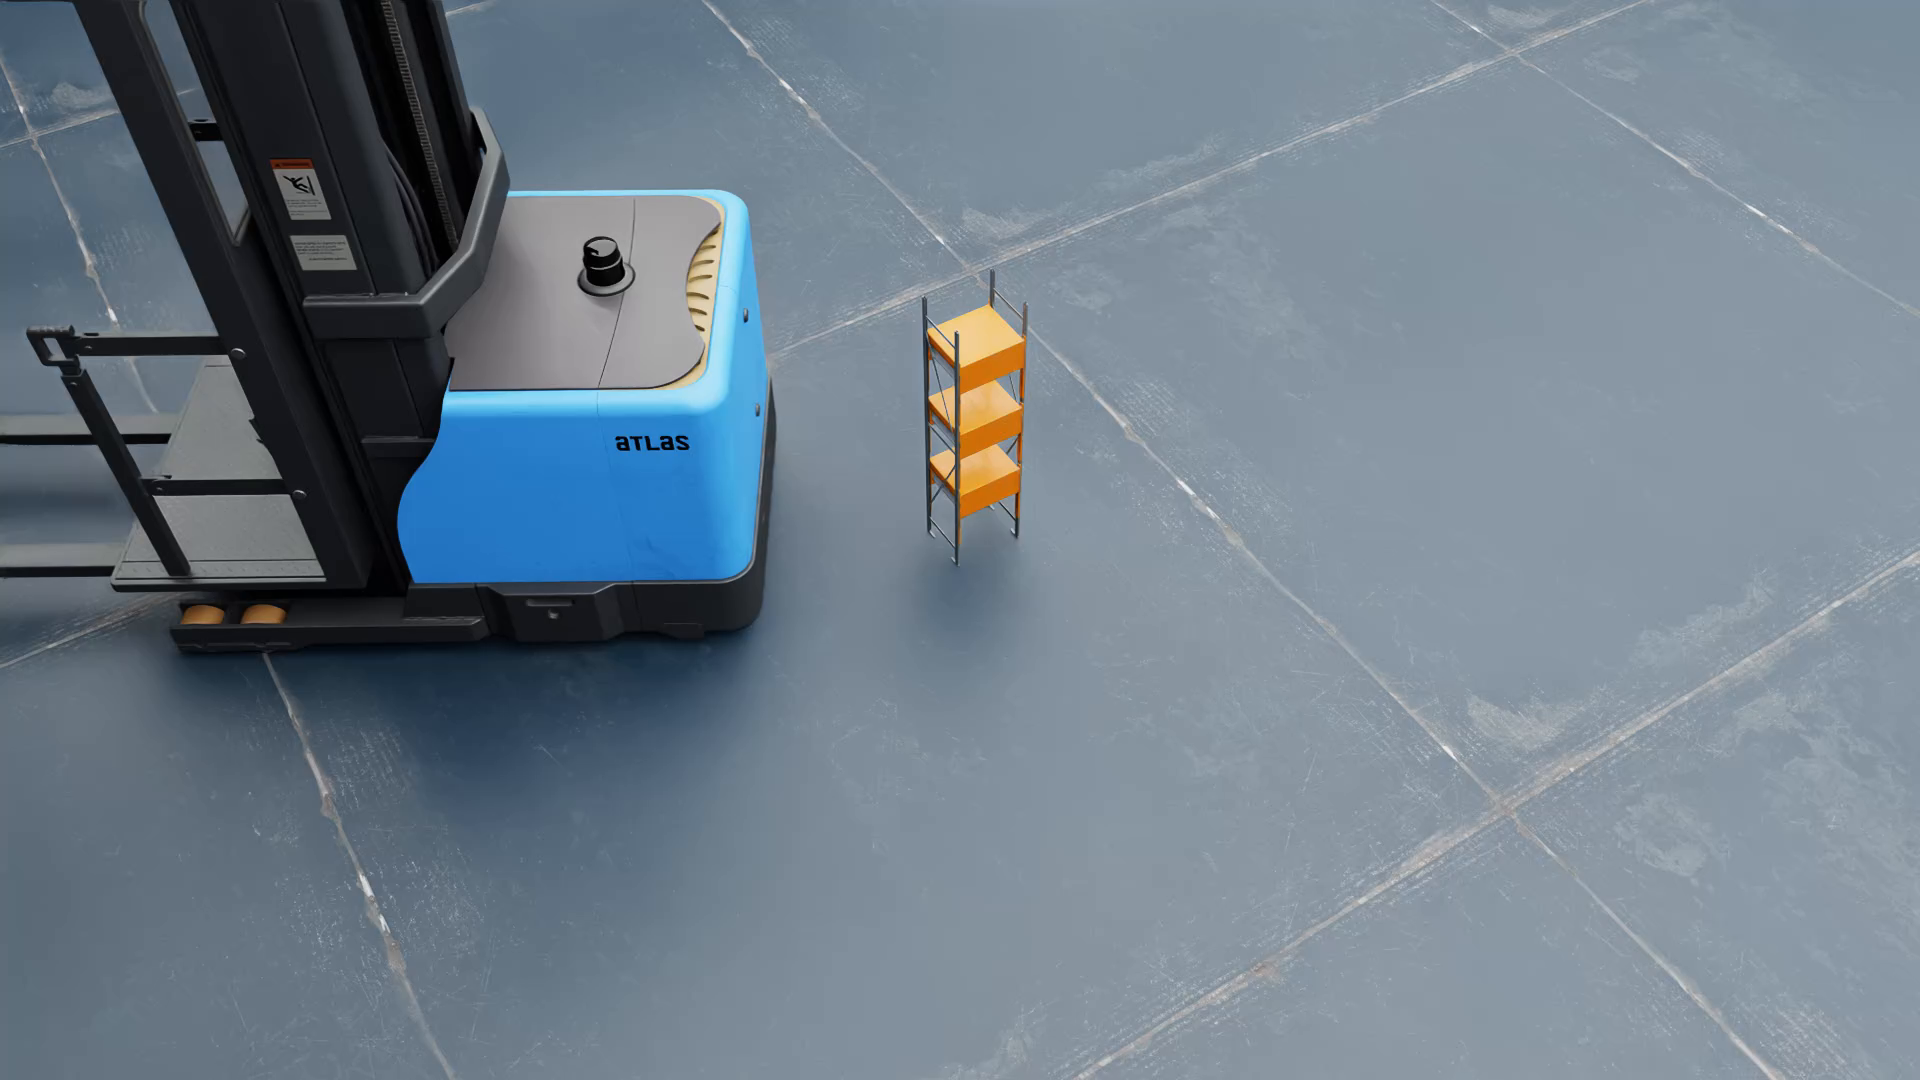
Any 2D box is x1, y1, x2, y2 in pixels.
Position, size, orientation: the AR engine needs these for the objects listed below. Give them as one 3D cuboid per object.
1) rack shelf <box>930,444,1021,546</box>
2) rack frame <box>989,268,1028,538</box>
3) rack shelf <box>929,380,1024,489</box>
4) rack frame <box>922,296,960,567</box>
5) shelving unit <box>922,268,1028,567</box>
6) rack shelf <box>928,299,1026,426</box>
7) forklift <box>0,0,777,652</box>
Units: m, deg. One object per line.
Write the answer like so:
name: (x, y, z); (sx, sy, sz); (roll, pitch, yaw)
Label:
rack shelf: (0.045, -0.179, 5.592); (0.240, 0.259, 0.215); (-25, 53, -21)
rack frame: (0.148, -0.419, 5.420); (0.008, 1.050, 0.200); (-25, 53, -21)
rack shelf: (0.045, -0.363, 5.385); (0.240, 0.259, 0.215); (-25, 53, -21)
rack frame: (-0.058, -0.322, 5.334); (0.008, 1.050, 0.200); (-25, 53, -21)
shelving unit: (0.045, -0.370, 5.377); (0.252, 1.050, 0.215); (-25, 53, -21)
rack shelf: (0.045, -0.552, 5.173); (0.240, 0.259, 0.215); (-25, 53, -21)
forklift: (-2.172, -1.009, 4.686); (3.031, 2.935, 1.130); (-1, 48, -1)
